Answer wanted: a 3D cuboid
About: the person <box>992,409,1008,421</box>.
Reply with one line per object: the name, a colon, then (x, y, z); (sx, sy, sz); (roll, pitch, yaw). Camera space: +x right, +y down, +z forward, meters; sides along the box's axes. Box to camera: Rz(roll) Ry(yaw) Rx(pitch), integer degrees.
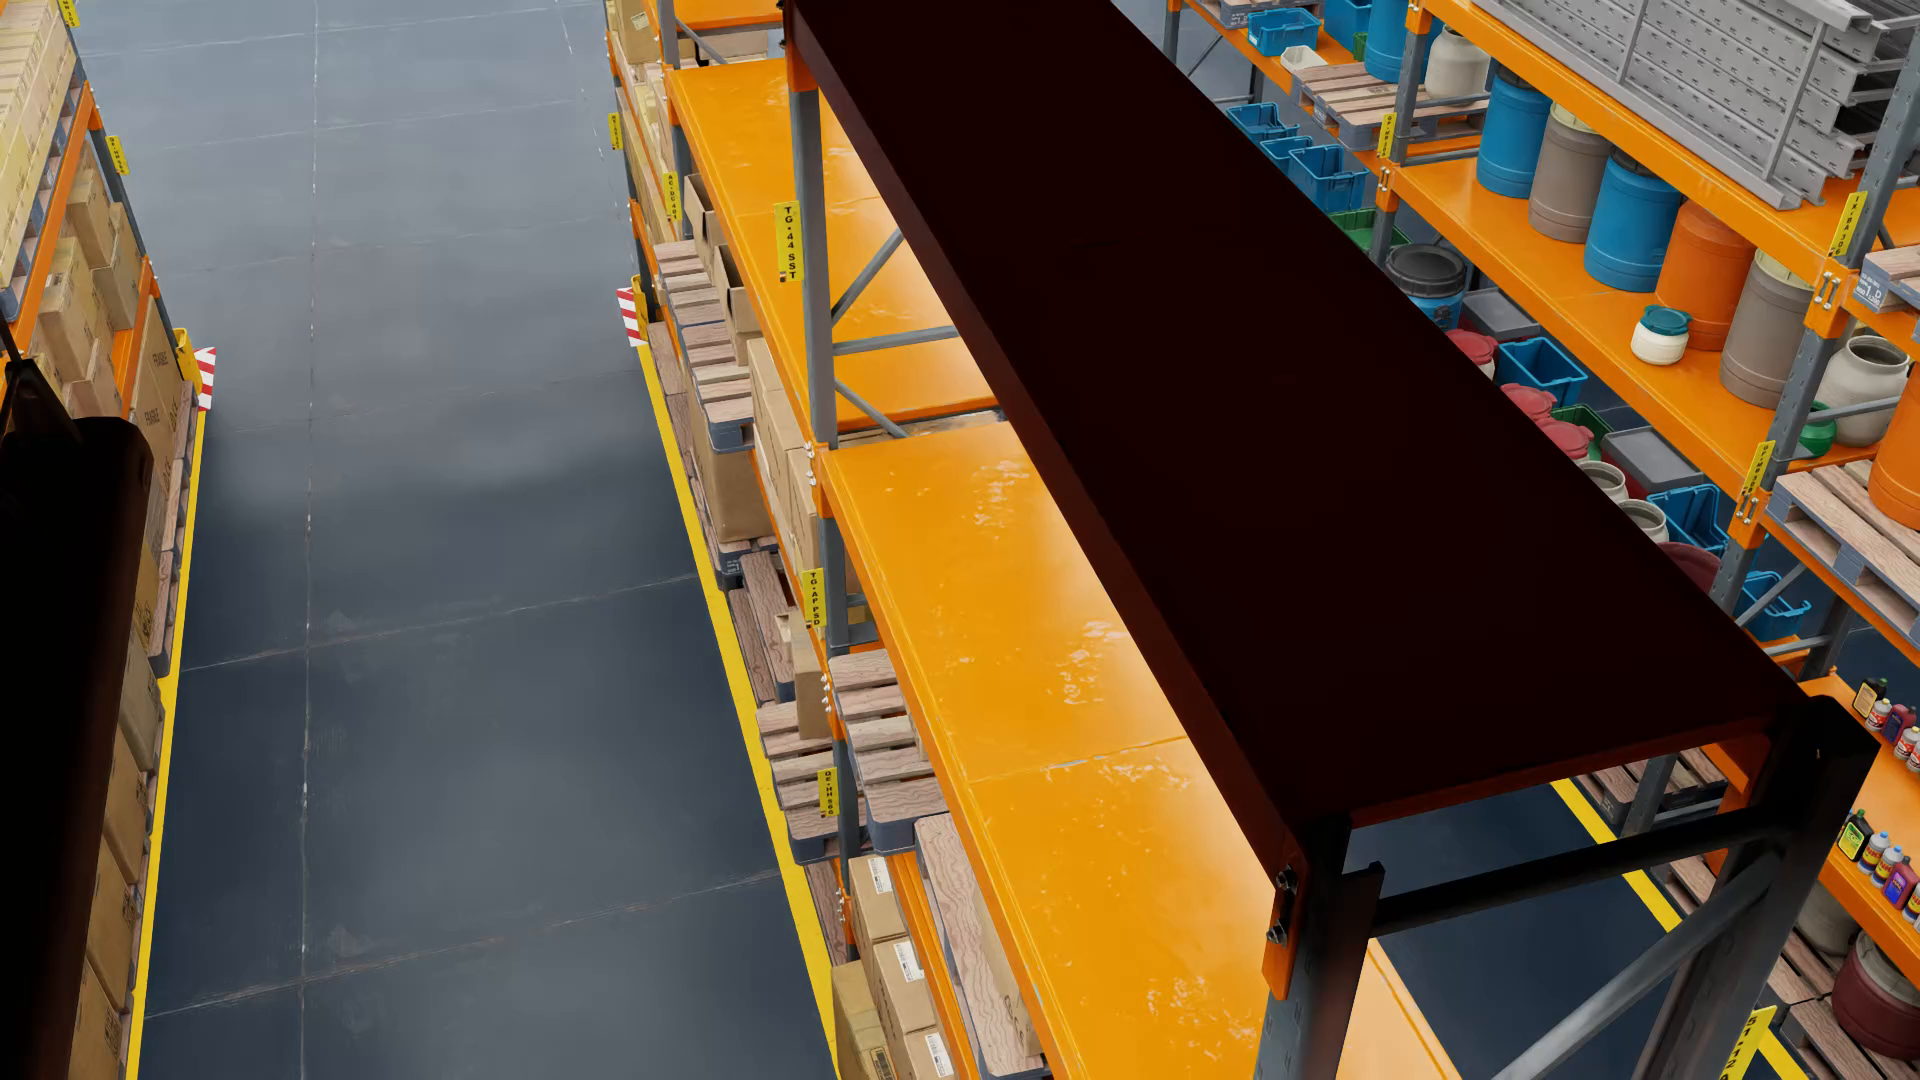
person: (0.411, -1.479, 13.254); (0.591, 1.775, 0.492); (-4, 39, -4)
